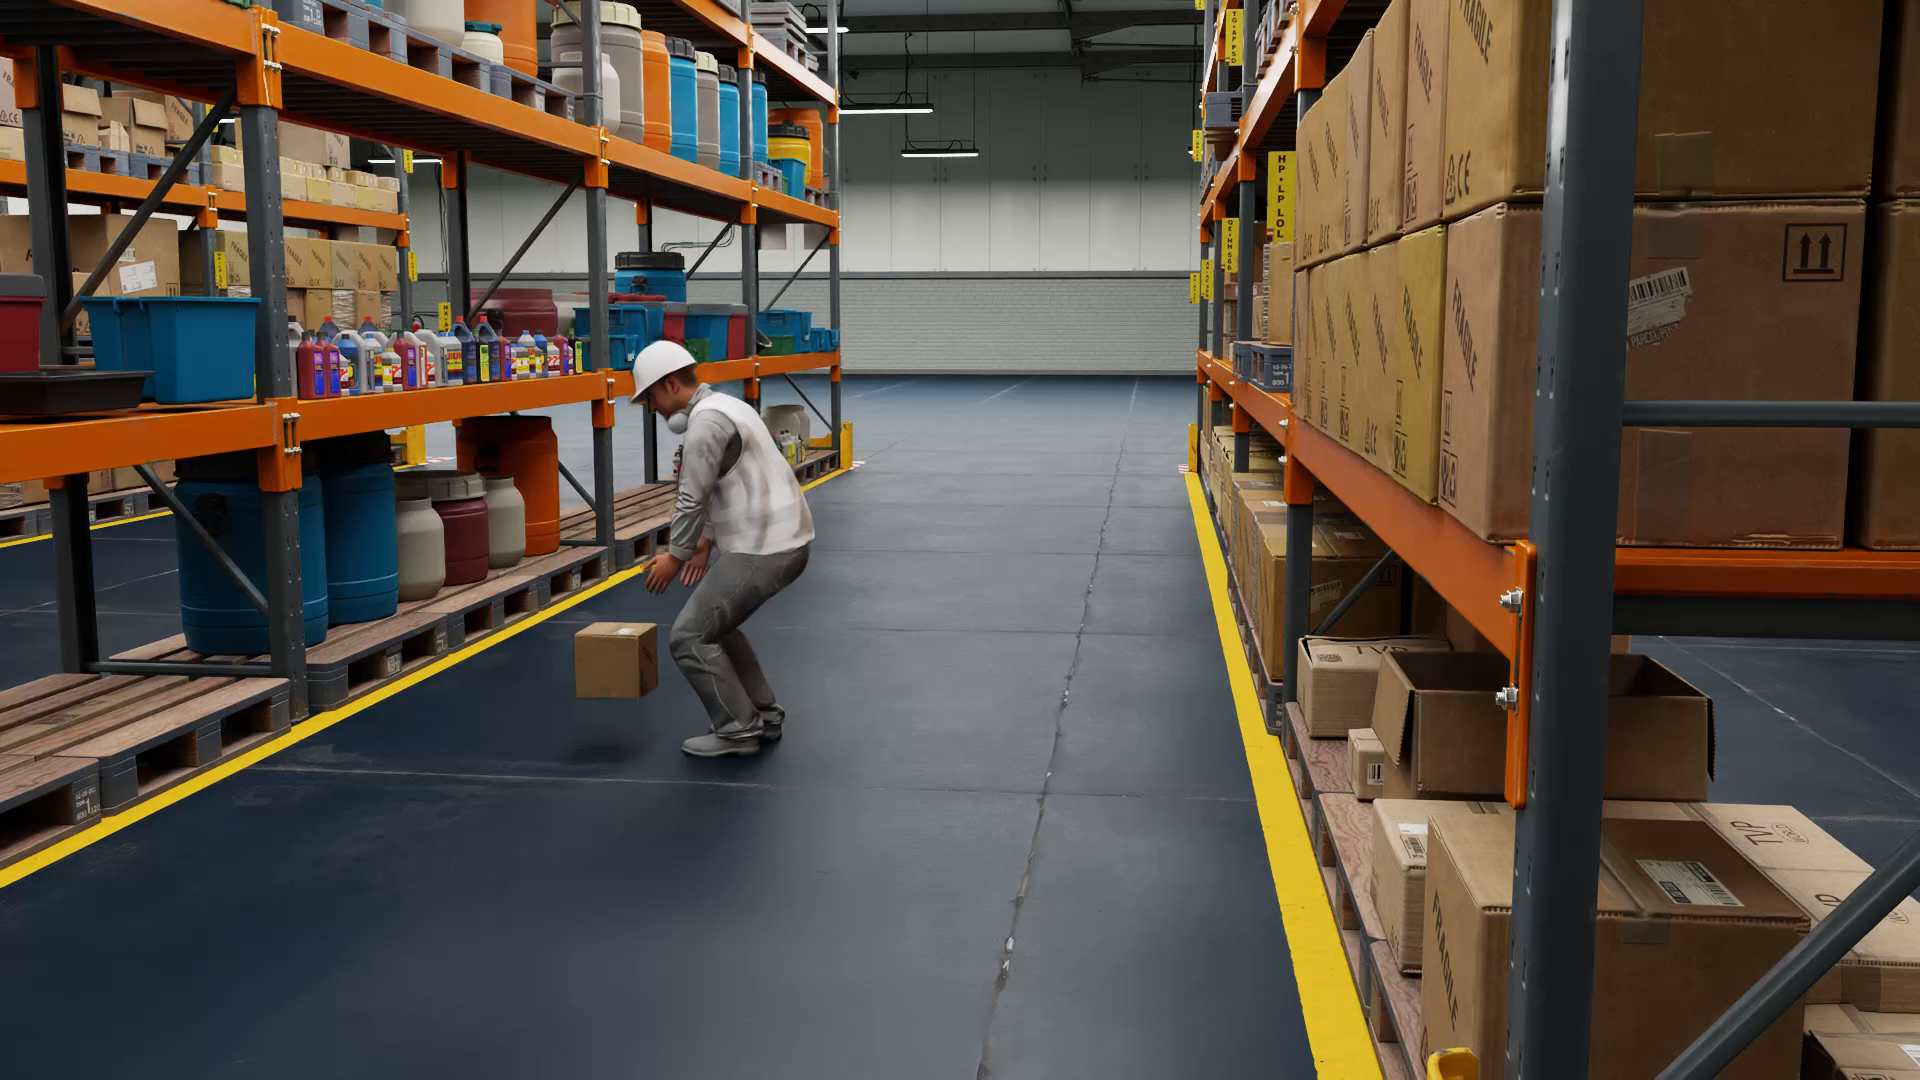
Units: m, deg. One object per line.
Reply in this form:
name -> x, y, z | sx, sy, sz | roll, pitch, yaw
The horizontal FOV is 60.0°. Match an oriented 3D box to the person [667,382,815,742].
person -> -0.826, 0.074, 6.326 | 0.524, 1.345, 0.484 | 1, 8, 7
